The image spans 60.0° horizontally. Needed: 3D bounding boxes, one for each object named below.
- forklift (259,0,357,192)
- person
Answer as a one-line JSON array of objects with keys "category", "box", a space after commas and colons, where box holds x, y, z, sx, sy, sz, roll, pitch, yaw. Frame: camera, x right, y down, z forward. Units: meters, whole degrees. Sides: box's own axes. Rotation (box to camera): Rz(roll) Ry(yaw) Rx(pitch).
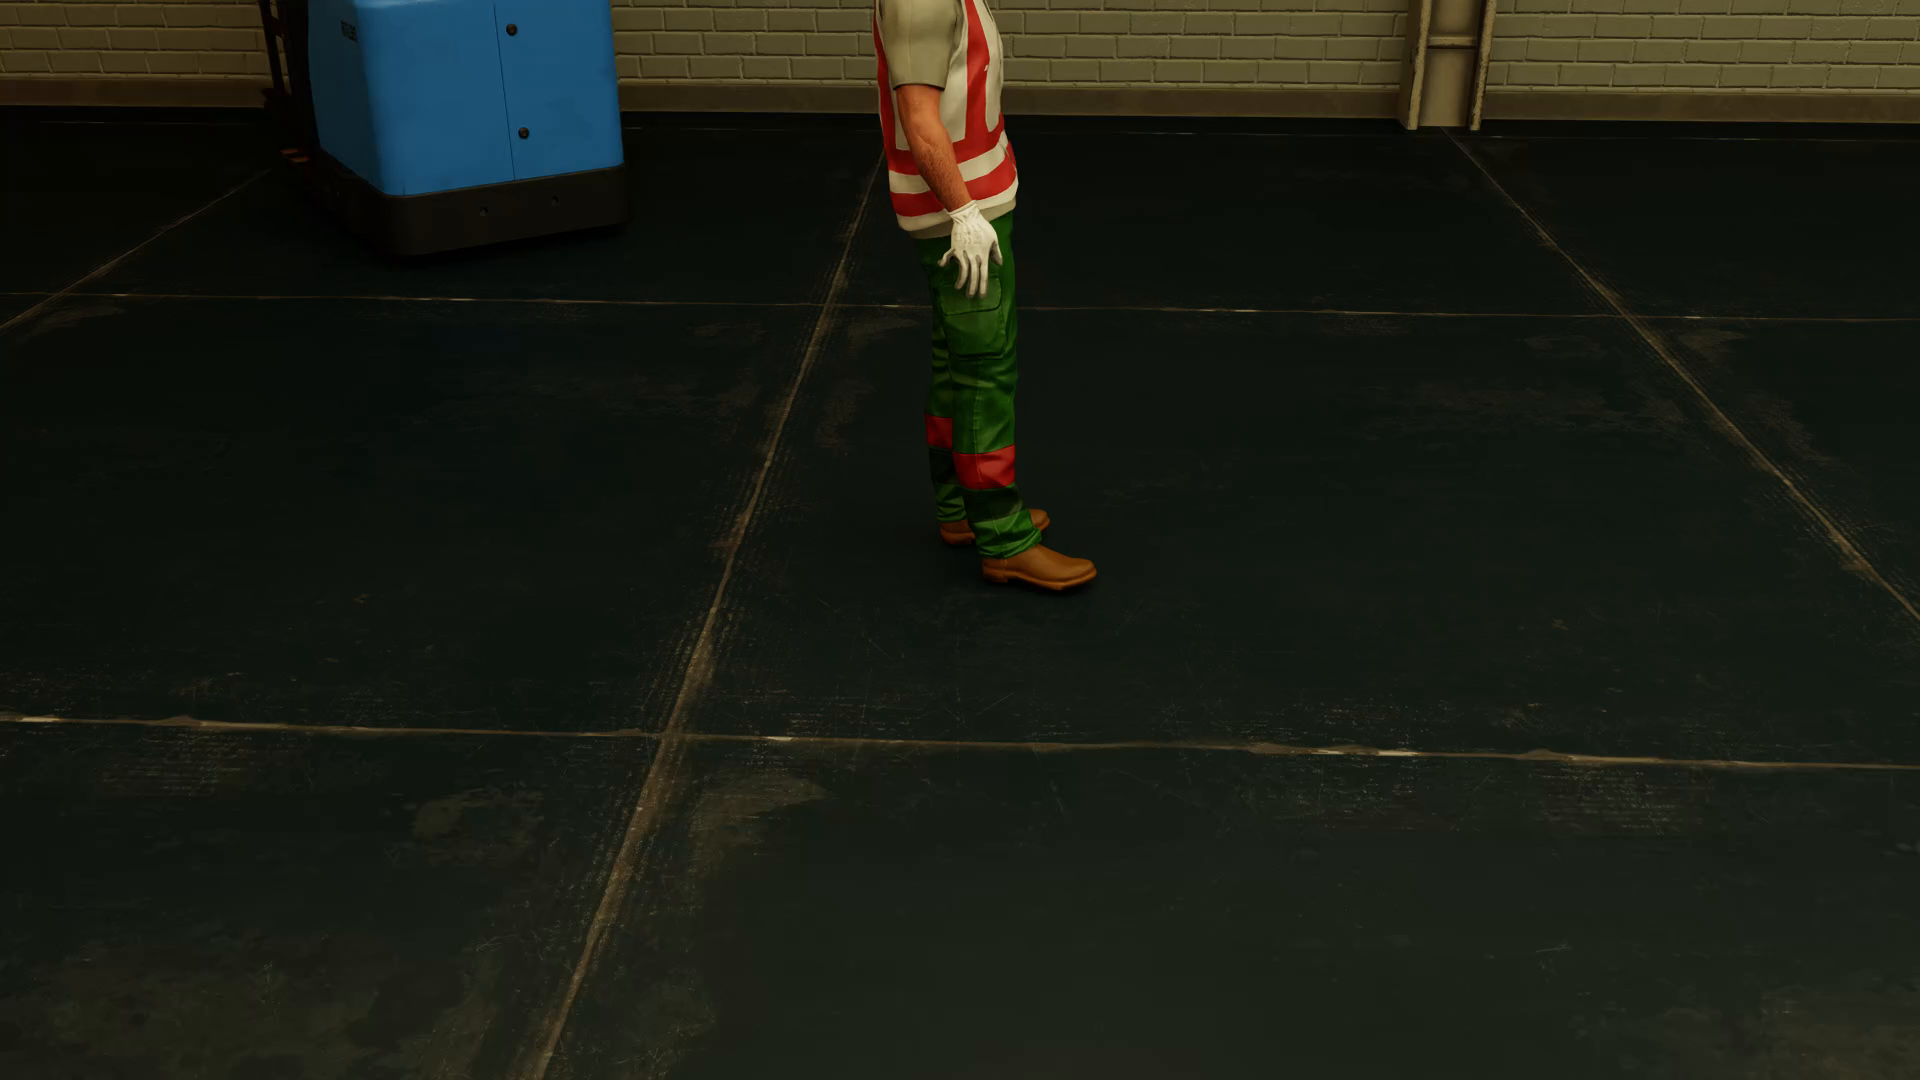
[{"category": "forklift", "box": [-2.635, -3.058, 7.409, 1.121, 2.935, 3.031, -16, 31, -29]}, {"category": "person", "box": [0.010, -0.805, 4.112, 0.421, 1.689, 0.638, 1, 26, 2]}]
